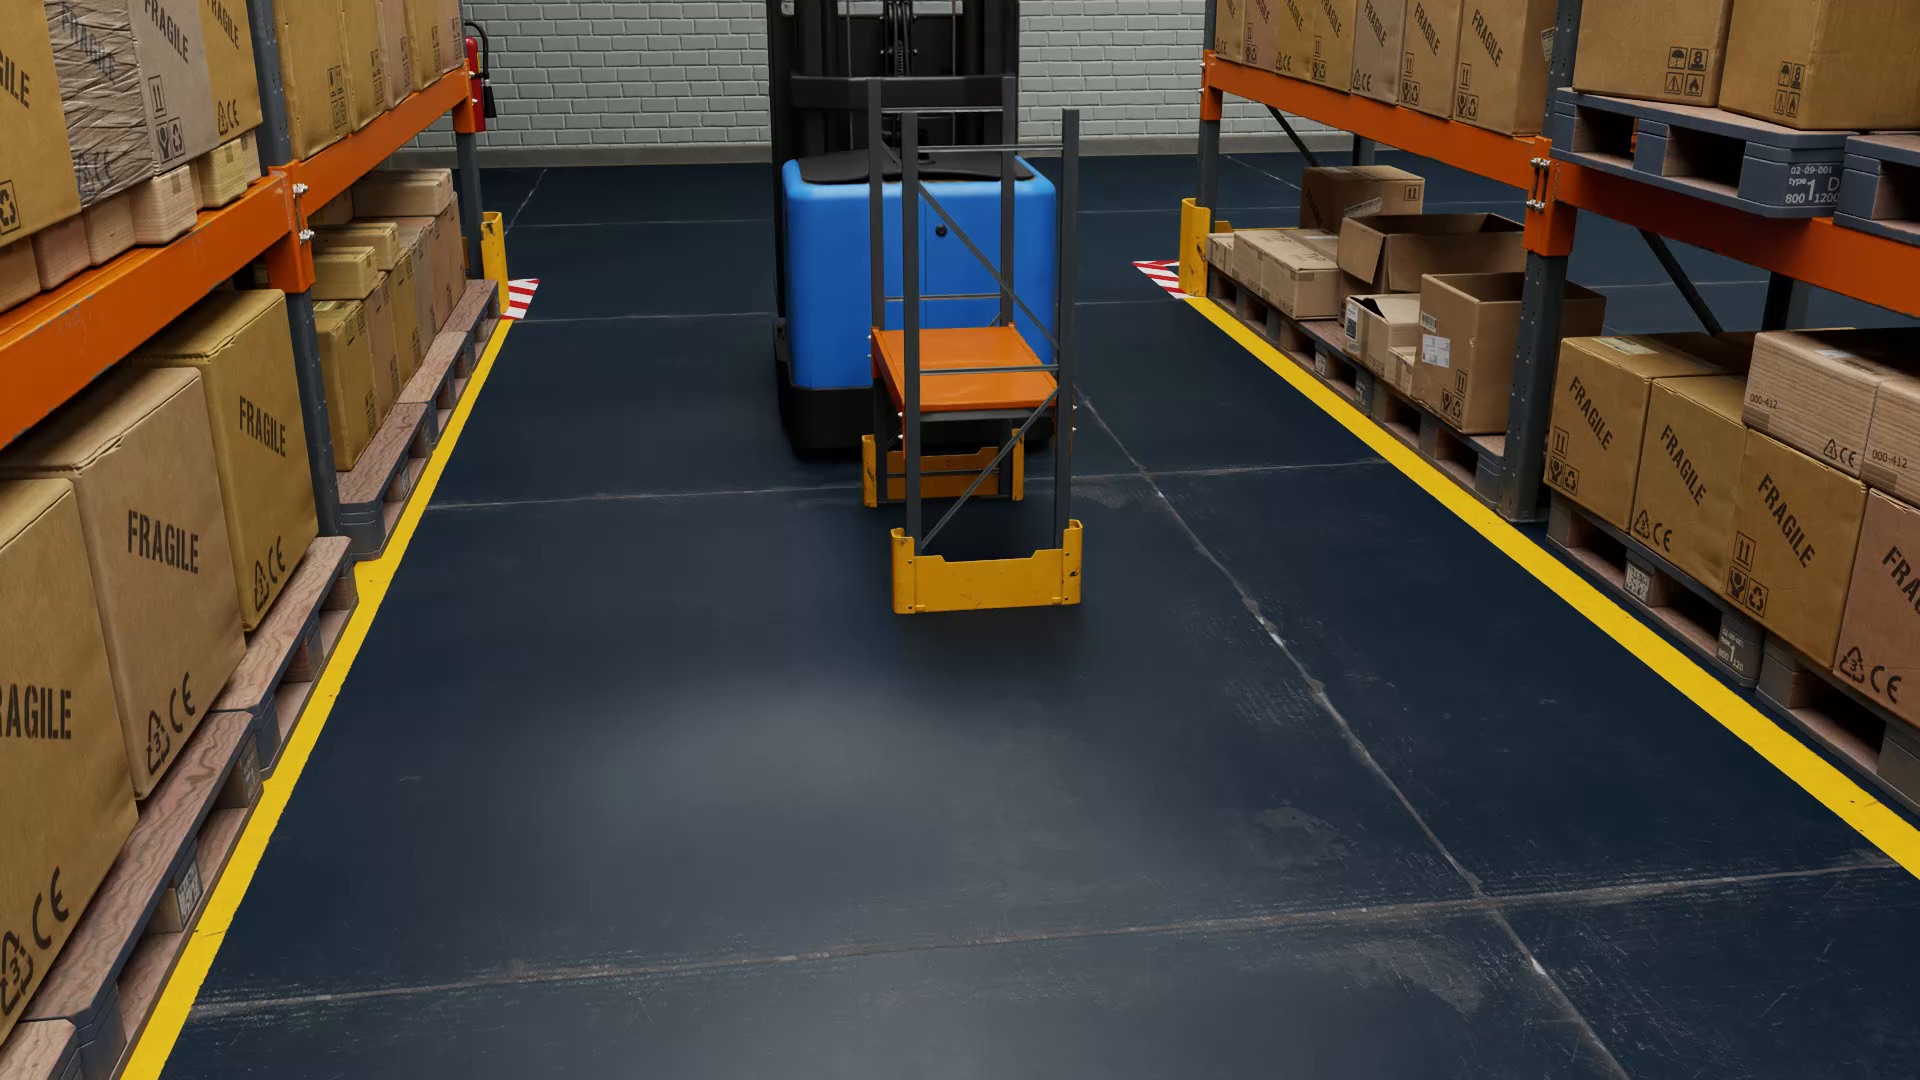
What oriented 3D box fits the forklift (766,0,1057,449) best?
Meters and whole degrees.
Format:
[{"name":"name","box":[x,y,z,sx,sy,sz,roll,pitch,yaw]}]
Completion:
[{"name":"forklift","box":[-0.319,-2.204,7.429,1.130,2.935,3.031,-3,21,-7]}]

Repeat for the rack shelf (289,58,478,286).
[{"name":"rack shelf","box":[-2.765,-1.606,6.758,1.077,0.370,4.000,-3,21,-8]}]

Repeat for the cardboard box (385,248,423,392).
[{"name":"cardboard box","box":[-2.624,-0.893,6.792,0.700,0.500,0.500,-2,21,-6]}]

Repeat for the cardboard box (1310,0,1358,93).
[{"name":"cardboard box","box":[1.871,-2.242,7.288,0.500,0.500,0.500,-3,21,-7]}]

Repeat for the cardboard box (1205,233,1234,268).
[{"name":"cardboard box","box":[1.568,-1.595,9.146,0.380,0.149,0.250,-3,21,-8]}]

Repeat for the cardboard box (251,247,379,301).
[{"name":"cardboard box","box":[-2.352,-0.973,6.078,0.380,0.149,0.250,-2,21,-6]}]

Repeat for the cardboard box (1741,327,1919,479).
[{"name":"cardboard box","box":[2.398,-0.363,4.272,0.500,0.250,0.500,-3,21,-8]}]

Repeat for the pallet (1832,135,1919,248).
[{"name":"pallet","box":[2.716,-0.700,3.579,1.003,0.211,1.213,-3,21,-8]}]

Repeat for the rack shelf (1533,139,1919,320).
[{"name":"rack shelf","box":[2.713,-0.473,3.723,1.077,0.370,4.000,-3,21,-8]}]

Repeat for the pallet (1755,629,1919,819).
[{"name":"pallet","box":[2.759,0.507,4.057,1.003,0.211,1.213,-3,21,-8]}]

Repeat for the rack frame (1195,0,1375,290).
[{"name":"rack frame","box":[1.848,-2.887,9.159,1.000,3.000,0.127,-3,21,-8]}]

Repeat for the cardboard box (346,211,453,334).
[{"name":"cardboard box","box":[-2.781,-1.251,7.751,0.700,0.500,0.500,-3,21,-8]}]

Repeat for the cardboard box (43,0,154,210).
[{"name":"cardboard box","box":[-2.013,-0.949,3.373,0.500,0.500,0.500,-3,21,-8]}]

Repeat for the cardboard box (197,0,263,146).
[{"name":"cardboard box","box":[-2.161,-1.299,4.312,0.500,0.500,0.500,-3,21,-9]}]

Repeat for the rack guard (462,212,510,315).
[{"name":"rack guard","box":[-3.057,-1.473,8.946,1.175,0.500,0.348,-3,21,-8]}]

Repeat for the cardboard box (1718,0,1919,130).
[{"name":"cardboard box","box":[2.434,-1.336,4.262,0.700,0.500,0.500,0,20,1]}]

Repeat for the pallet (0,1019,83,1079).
[{"name":"pallet","box":[-1.939,1.163,2.299,1.003,0.211,1.213,-3,21,-8]}]

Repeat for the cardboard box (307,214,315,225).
[{"name":"cardboard box","box":[-2.849,-1.235,6.781,0.380,0.149,0.250,-3,21,-9]}]

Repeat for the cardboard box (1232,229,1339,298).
[{"name":"cardboard box","box":[1.718,-1.429,8.557,0.500,0.250,0.500,-3,21,-8]}]

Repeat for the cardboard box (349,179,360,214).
[{"name":"cardboard box","box":[-2.995,-1.586,7.721,0.380,0.149,0.250,-3,21,-8]}]

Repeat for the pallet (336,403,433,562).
[{"name":"pallet","box":[-2.509,-0.212,5.982,1.003,0.211,1.213,-3,21,-8]}]

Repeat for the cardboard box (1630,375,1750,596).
[{"name":"cardboard box","box":[2.341,-0.173,4.837,0.500,0.500,0.500,-3,21,-7]}]

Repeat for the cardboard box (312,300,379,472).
[{"name":"cardboard box","box":[-2.483,-0.541,5.850,0.700,0.500,0.500,-3,21,-7]}]

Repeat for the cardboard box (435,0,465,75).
[{"name":"cardboard box","box":[-2.970,-2.600,7.963,0.980,0.700,0.700,-2,21,-5]}]

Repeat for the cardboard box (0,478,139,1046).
[{"name":"cardboard box","box":[-1.996,0.379,2.886,0.750,0.750,0.750,-3,21,-8]}]

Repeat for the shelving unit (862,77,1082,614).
[{"name":"shelving unit","box":[0.011,-0.676,5.383,0.587,1.500,1.083,-3,21,-8]}]

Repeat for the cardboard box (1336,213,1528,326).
[{"name":"cardboard box","box":[2.149,-1.189,7.552,0.797,0.503,0.637,-3,21,-8]}]

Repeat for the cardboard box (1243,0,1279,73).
[{"name":"cardboard box","box":[1.731,-2.589,8.217,0.500,0.500,0.500,-3,21,-8]}]

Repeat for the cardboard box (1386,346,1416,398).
[{"name":"cardboard box","box":[1.949,-0.683,6.702,0.380,0.149,0.250,-3,21,-8]}]

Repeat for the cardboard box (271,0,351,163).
[{"name":"cardboard box","box":[-2.539,-1.580,5.231,0.980,0.700,0.700,-3,21,-7]}]

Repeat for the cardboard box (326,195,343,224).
[{"name":"cardboard box","box":[-2.922,-1.411,7.253,0.380,0.149,0.250,-3,21,-7]}]

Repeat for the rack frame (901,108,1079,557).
[{"name":"rack frame","box":[0.086,-0.497,4.903,0.500,1.500,0.032,-3,21,-8]}]

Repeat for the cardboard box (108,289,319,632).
[{"name":"cardboard box","box":[-2.254,-0.222,4.496,0.750,0.750,0.750,-3,21,-7]}]

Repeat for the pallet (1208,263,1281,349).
[{"name":"pallet","box":[1.975,-1.278,8.838,1.003,0.211,1.213,-3,21,-8]}]

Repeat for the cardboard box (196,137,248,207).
[{"name":"cardboard box","box":[-2.088,-0.954,4.313,0.380,0.149,0.250,-3,21,-7]}]

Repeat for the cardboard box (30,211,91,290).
[{"name":"cardboard box","box":[-2.008,-0.598,3.360,0.380,0.149,0.250,-3,21,-9]}]

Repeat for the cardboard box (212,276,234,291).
[{"name":"cardboard box","box":[-2.659,-0.785,5.575,0.380,0.149,0.250,-3,21,-8]}]

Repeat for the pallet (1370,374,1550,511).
[{"name":"pallet","box":[2.327,-0.434,6.576,1.003,0.211,1.213,-3,21,-8]}]

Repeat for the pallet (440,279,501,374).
[{"name":"pallet","box":[-2.861,-1.057,8.244,1.003,0.211,1.213,-3,21,-8]}]

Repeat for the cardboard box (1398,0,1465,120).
[{"name":"cardboard box","box":[2.023,-1.888,6.340,0.500,0.500,0.500,-2,21,-6]}]

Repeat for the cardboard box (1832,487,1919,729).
[{"name":"cardboard box","box":[2.478,0.175,3.904,0.500,0.500,0.500,-4,21,-10]}]

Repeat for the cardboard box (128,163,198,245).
[{"name":"cardboard box","box":[-1.999,-0.773,3.830,0.380,0.149,0.250,-3,21,-8]}]

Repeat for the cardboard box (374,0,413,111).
[{"name":"cardboard box","box":[-2.753,-2.085,6.582,0.980,0.700,0.700,-4,21,-10]}]

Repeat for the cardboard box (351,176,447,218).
[{"name":"cardboard box","box":[-2.617,-1.605,7.770,0.380,0.149,0.250,-2,21,-6]}]

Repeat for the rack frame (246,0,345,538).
[{"name":"rack frame","box":[-2.477,-1.251,4.779,1.000,3.000,0.127,-3,21,-8]}]

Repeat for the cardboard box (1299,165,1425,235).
[{"name":"cardboard box","box":[2.170,-1.746,9.049,0.500,0.500,0.500,-3,21,-8]}]

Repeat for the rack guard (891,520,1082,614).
[{"name":"rack guard","box":[0.083,0.082,5.140,0.587,0.250,0.087,-3,21,-8]}]
